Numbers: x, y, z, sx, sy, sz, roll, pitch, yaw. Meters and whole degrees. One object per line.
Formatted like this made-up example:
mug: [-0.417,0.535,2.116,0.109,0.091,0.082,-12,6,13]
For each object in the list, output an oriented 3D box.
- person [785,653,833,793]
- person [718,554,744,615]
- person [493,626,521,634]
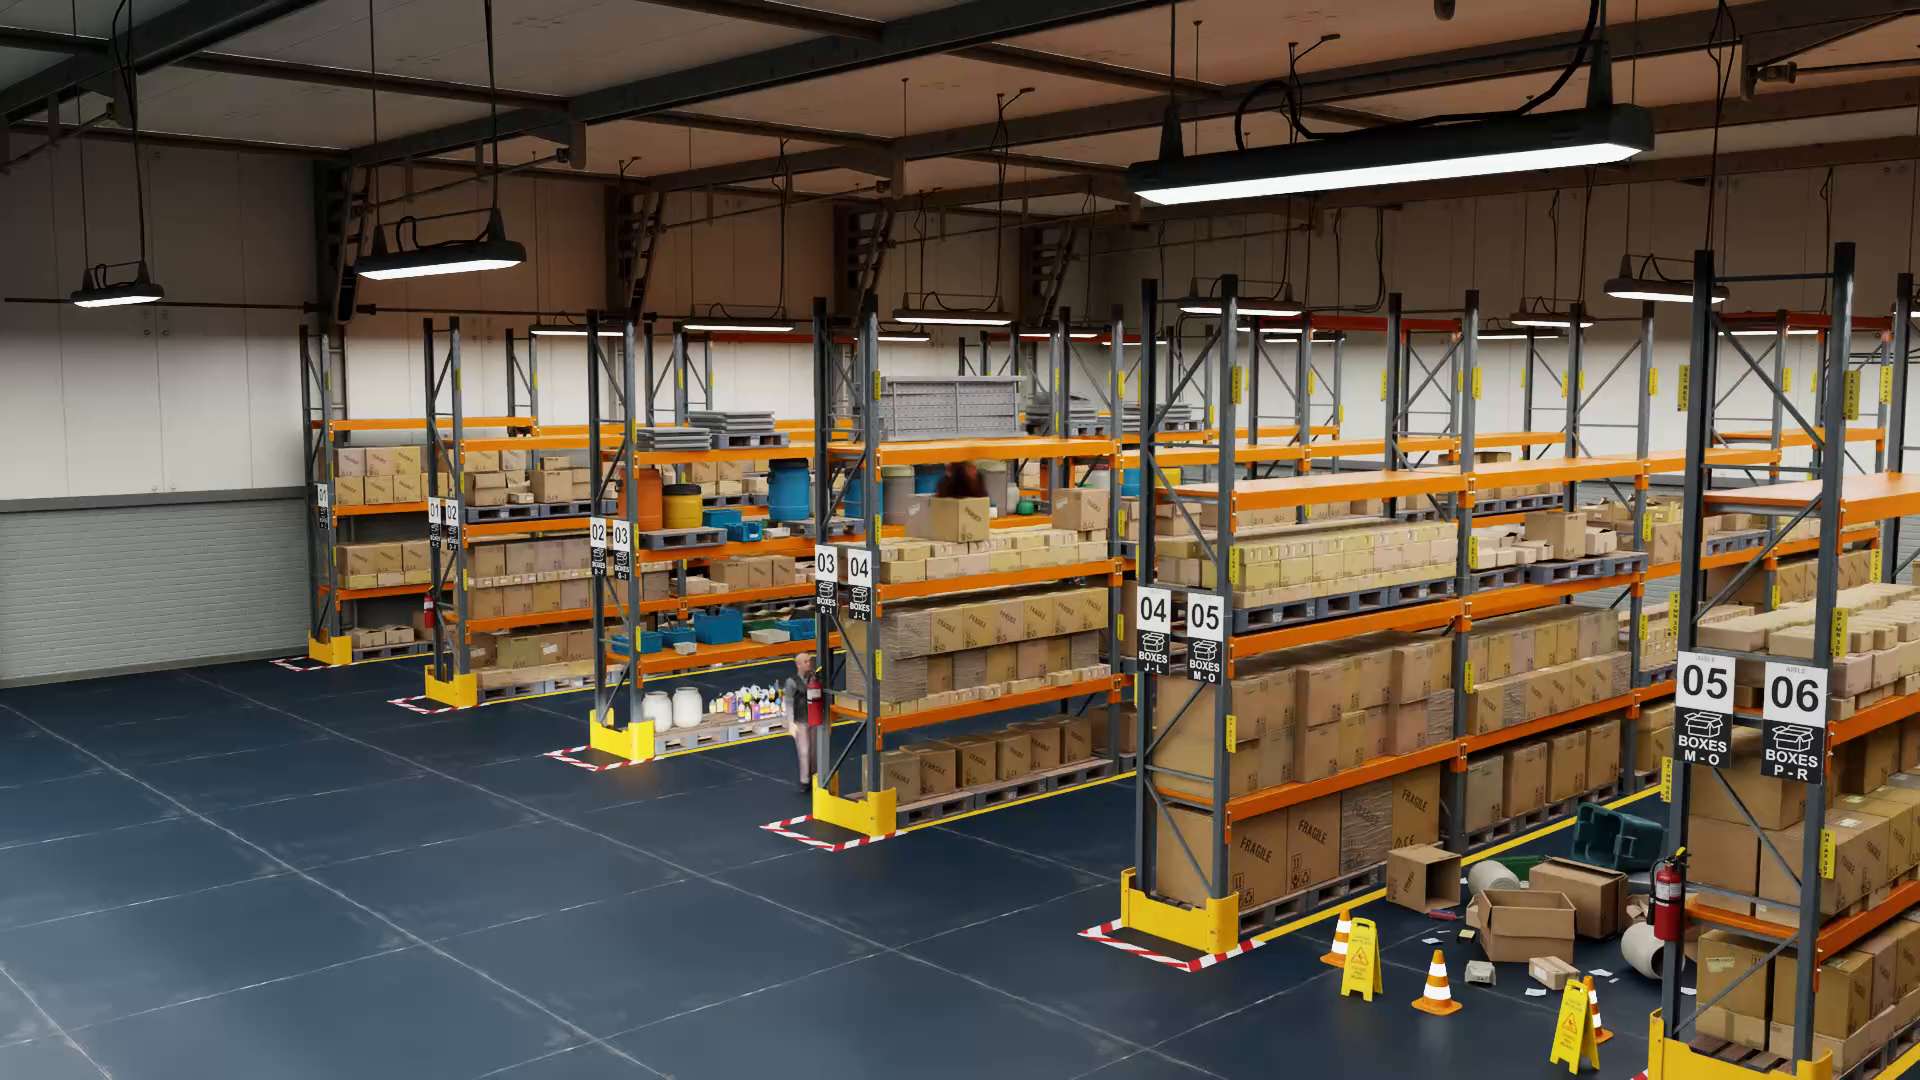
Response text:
person: [-1.867,2.246,20.471,0.582,1.721,0.374,-2,6,-21]
person: [-4.389,1.071,32.395,0.534,1.639,0.951,5,8,42]
person: [-7.829,1.446,28.927,0.441,1.601,0.940,4,7,36]
